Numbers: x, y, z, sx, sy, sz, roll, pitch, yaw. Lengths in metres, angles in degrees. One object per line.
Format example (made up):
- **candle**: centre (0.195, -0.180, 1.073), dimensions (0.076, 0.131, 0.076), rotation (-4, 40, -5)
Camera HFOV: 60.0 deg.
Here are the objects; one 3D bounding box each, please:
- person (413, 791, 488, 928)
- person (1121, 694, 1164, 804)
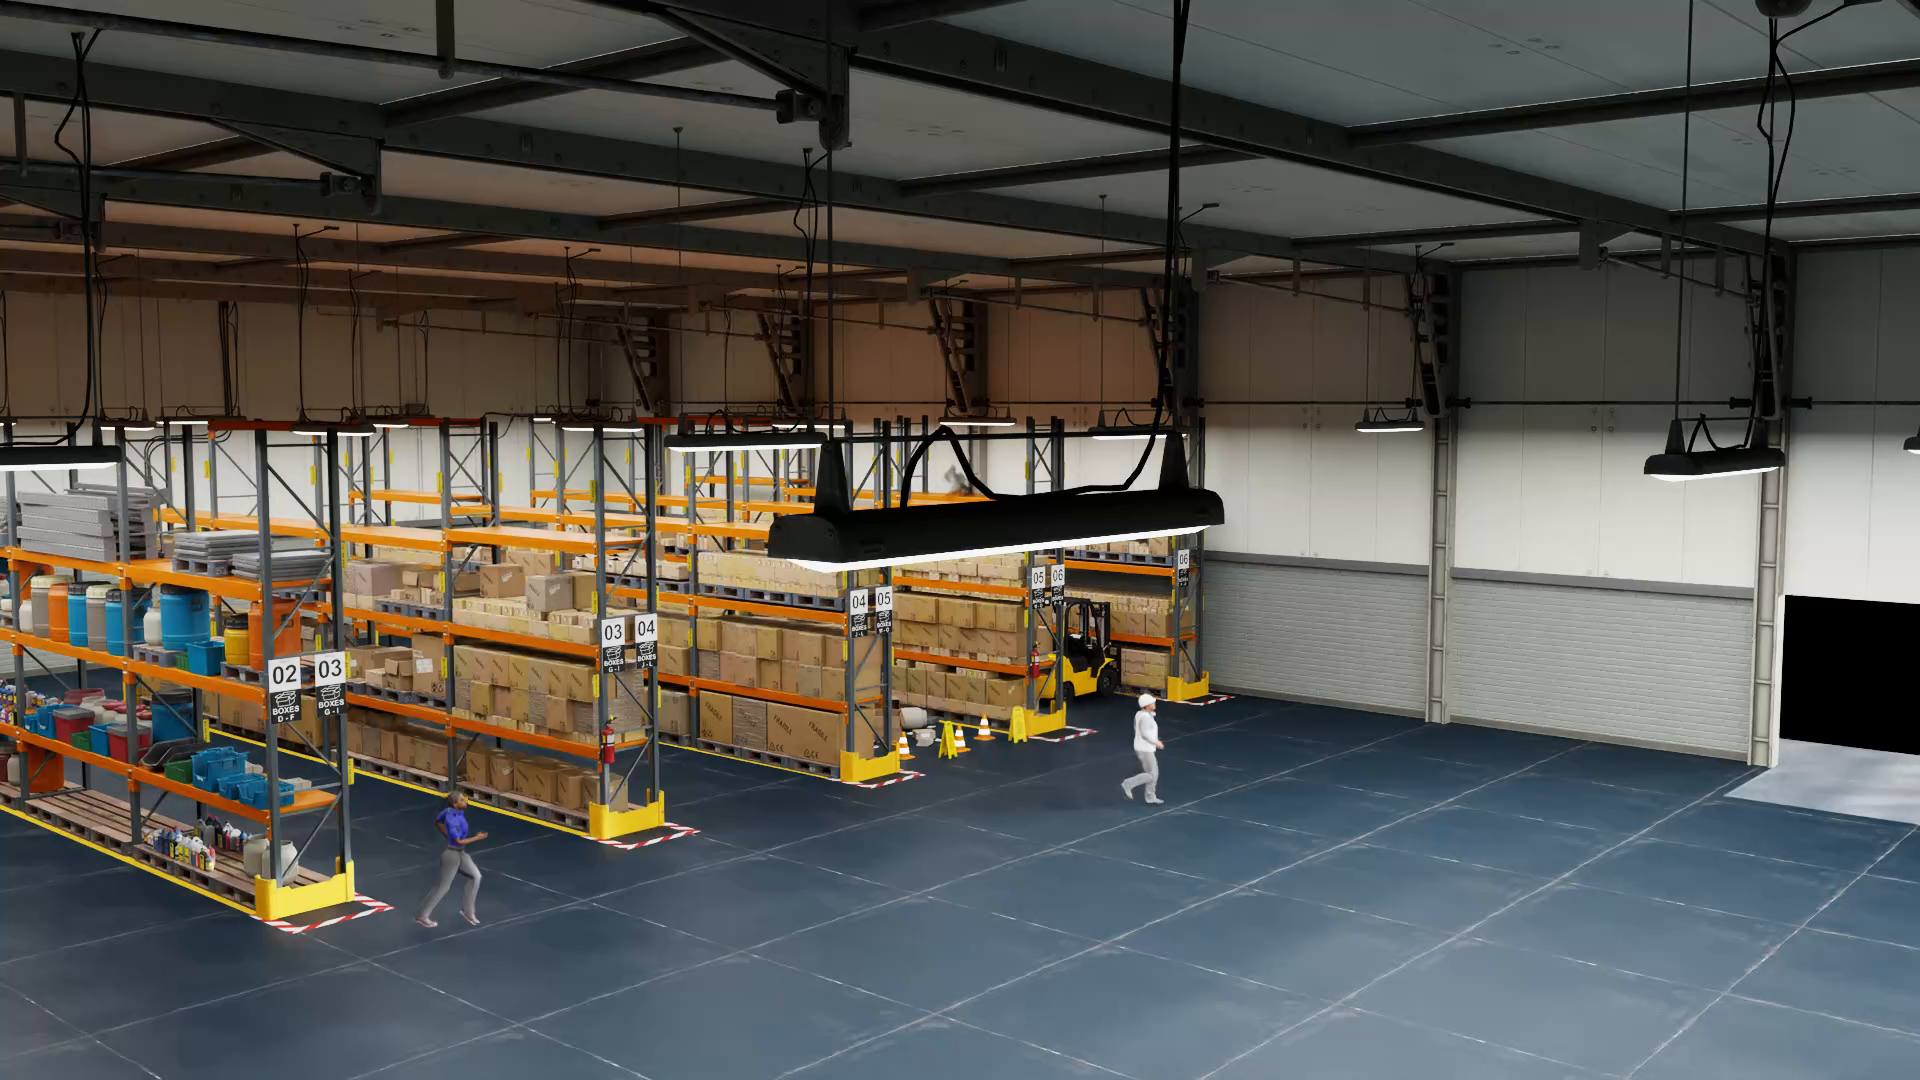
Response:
- **person**: centre (-6.121, 3.851, 20.002), dimensions (0.883, 1.697, 0.584), rotation (-1, 5, -11)
- **person**: centre (2.868, 3.296, 26.201), dimensions (0.723, 1.760, 0.667), rotation (0, 5, -5)
